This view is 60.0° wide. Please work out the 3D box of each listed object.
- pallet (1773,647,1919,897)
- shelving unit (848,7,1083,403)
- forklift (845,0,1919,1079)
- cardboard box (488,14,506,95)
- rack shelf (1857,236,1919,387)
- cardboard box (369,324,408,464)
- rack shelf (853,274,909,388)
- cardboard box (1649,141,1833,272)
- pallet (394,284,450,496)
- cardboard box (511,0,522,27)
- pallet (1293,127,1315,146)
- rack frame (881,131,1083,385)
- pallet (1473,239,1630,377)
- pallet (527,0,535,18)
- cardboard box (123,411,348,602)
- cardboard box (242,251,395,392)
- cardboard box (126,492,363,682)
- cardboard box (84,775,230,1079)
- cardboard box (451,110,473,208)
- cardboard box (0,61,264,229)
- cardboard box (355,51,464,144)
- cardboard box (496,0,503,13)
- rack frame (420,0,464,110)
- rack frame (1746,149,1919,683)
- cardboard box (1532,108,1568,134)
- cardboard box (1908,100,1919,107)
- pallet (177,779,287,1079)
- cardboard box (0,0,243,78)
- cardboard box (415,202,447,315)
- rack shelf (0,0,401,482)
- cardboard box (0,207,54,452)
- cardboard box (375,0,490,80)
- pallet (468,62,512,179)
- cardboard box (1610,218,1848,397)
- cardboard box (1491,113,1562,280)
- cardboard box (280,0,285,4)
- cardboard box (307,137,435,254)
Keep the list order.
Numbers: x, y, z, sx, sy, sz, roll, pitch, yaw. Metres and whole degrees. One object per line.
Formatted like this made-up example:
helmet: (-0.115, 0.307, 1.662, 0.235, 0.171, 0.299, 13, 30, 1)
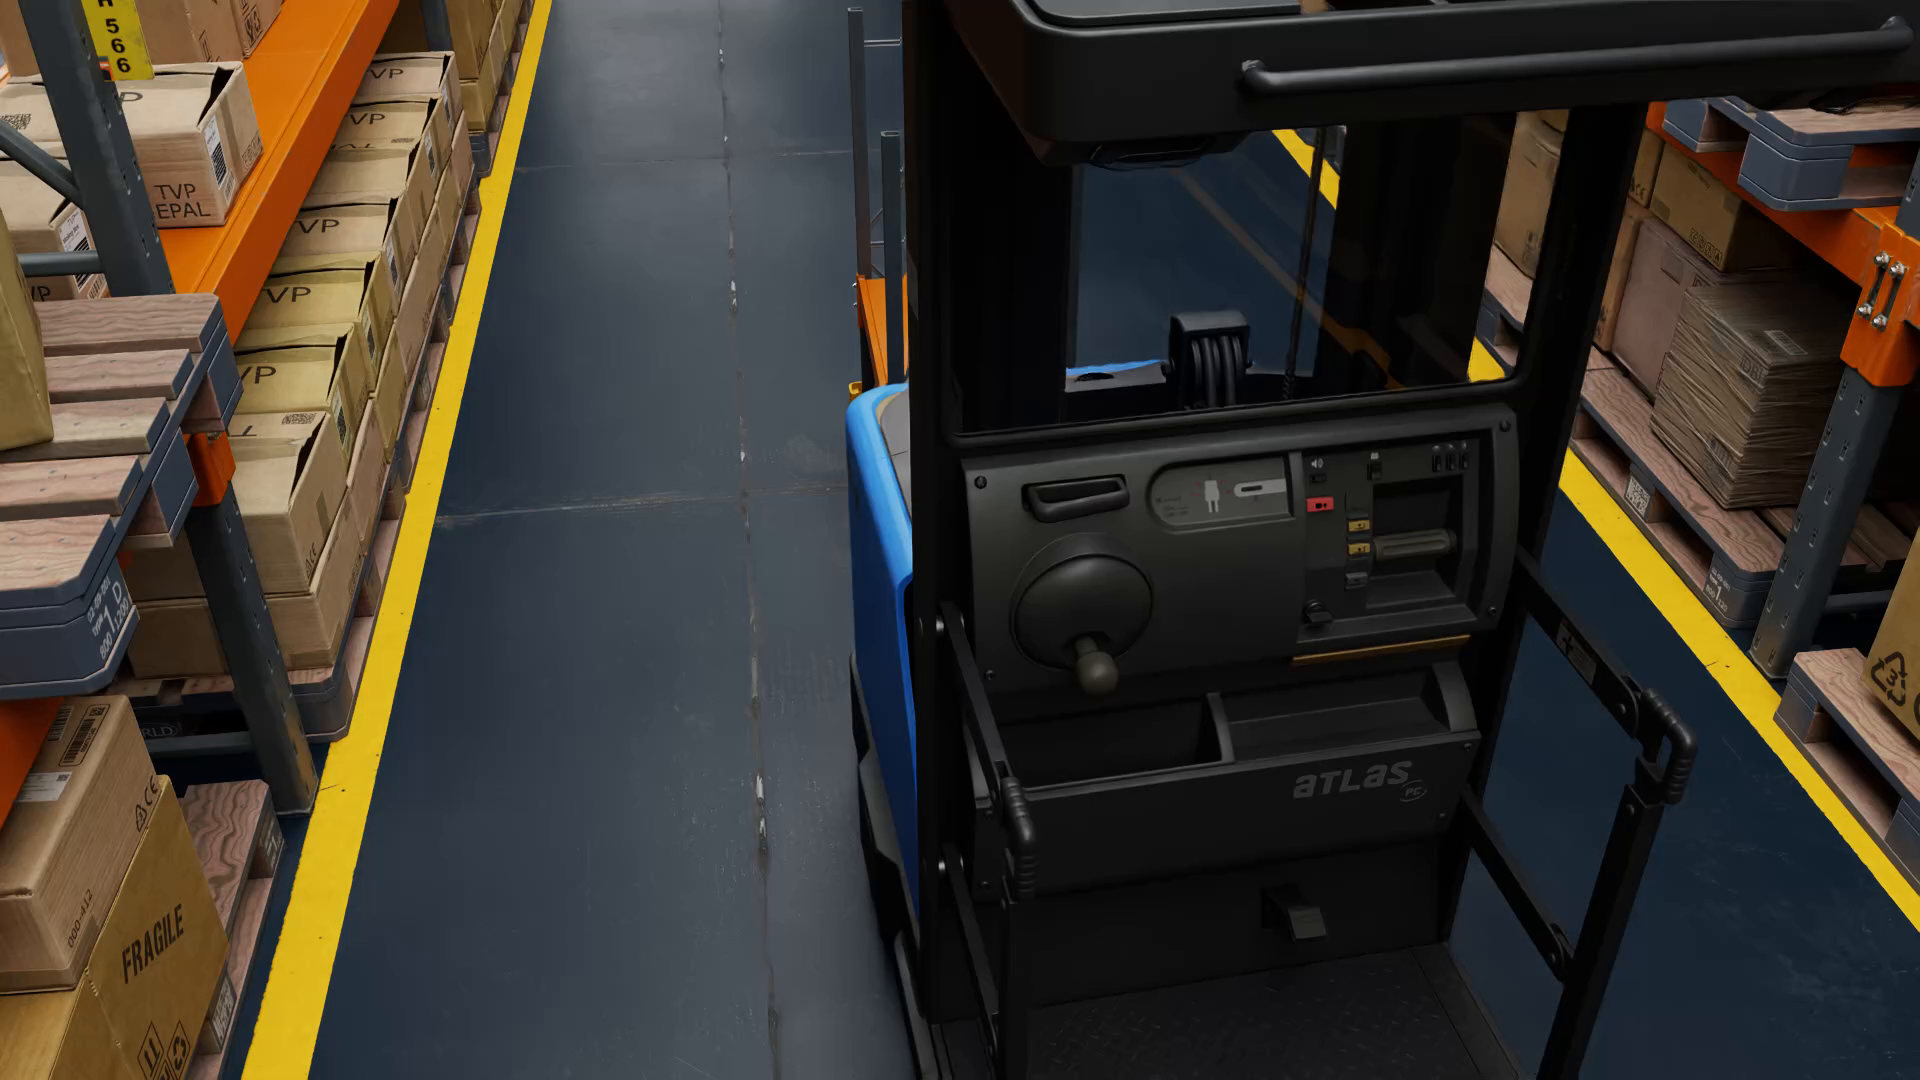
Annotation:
pallet: (2.789, 0.686, 4.057, 1.003, 0.211, 1.213, -4, 35, -6)
shelving unit: (-0.010, -0.662, 4.890, 0.587, 1.500, 1.083, -4, 35, -6)
forklift: (0.513, 0.079, 2.532, 1.130, 2.935, 3.031, -6, 35, -9)
cardboard box: (-2.513, -2.366, 8.127, 0.500, 0.250, 0.500, -4, 35, -6)
rack shelf: (3.027, 0.501, 2.490, 1.077, 0.370, 4.000, -4, 35, -6)
cardboard box: (-2.074, -0.457, 5.326, 0.500, 0.250, 0.500, -5, 35, -8)
rack shelf: (-0.011, -0.519, 4.999, 0.538, 0.185, 1.000, -4, 35, -6)
cardboard box: (2.595, -1.092, 5.352, 0.500, 0.250, 0.500, -4, 34, -5)
pallet: (-2.383, -0.525, 5.832, 1.003, 0.211, 1.213, -4, 35, -6)
cardboard box: (-2.648, -2.924, 8.945, 0.500, 0.250, 0.500, -4, 35, -6)
pallet: (2.094, -2.364, 8.532, 1.003, 0.211, 1.213, -4, 35, -6)
rack frame: (0.057, -0.384, 4.481, 0.500, 1.500, 0.032, -4, 35, -6)
pallet: (2.493, -0.876, 6.347, 1.003, 0.211, 1.213, -4, 35, -6)
pallet: (-3.082, -3.424, 10.086, 1.003, 0.211, 1.213, -4, 35, -6)
cardboard box: (-1.930, -0.119, 4.331, 0.500, 0.311, 0.500, -3, 34, -5)
cardboard box: (-2.075, -0.696, 5.178, 0.500, 0.311, 0.500, -5, 35, -8)
cardboard box: (-1.930, 0.113, 4.489, 0.500, 0.250, 0.500, -4, 35, -7)
cardboard box: (-1.792, 0.820, 3.212, 0.500, 0.500, 0.500, -3, 34, -5)
cardboard box: (-2.346, -1.595, 6.996, 0.500, 0.250, 0.500, -5, 35, -7)
cardboard box: (-2.079, -1.012, 4.151, 0.500, 0.311, 0.500, -5, 35, -7)
cardboard box: (-2.350, -1.832, 6.845, 0.500, 0.311, 0.500, -4, 35, -6)
cardboard box: (-2.575, -2.955, 8.325, 0.500, 0.500, 0.500, -4, 35, -6)
rack frame: (-2.689, -2.767, 6.647, 1.000, 3.000, 0.127, -4, 35, -6)
rack frame: (2.758, -0.912, 3.925, 1.000, 3.000, 0.127, -4, 35, -6)
cardboard box: (2.471, -1.658, 6.183, 0.500, 0.250, 0.500, -5, 35, -8)
cardboard box: (2.684, -1.397, 4.157, 0.700, 0.500, 0.500, -8, 35, -12)
pallet: (-2.088, 1.037, 3.541, 1.003, 0.211, 1.213, -4, 35, -6)
cardboard box: (-2.392, -1.512, 4.716, 0.500, 0.500, 0.500, -6, 35, -9)
cardboard box: (-2.210, -1.027, 6.163, 0.500, 0.250, 0.500, -4, 34, -5)
rack shelf: (-2.420, -1.354, 5.212, 1.077, 0.370, 4.000, -4, 35, -6)
cardboard box: (-1.954, -0.407, 2.722, 0.700, 0.500, 0.500, -16, 37, -22)
cardboard box: (-2.441, -2.397, 7.506, 0.500, 0.500, 0.500, -4, 35, -6)
pallet: (-2.754, -2.062, 8.088, 1.003, 0.211, 1.213, -4, 35, -6)
cardboard box: (2.655, -0.755, 5.524, 0.700, 0.500, 0.500, -4, 35, -6)
cardboard box: (2.483, -1.312, 6.340, 0.700, 0.500, 0.500, -4, 34, -6)
cardboard box: (-2.531, -2.085, 5.557, 0.500, 0.500, 0.500, -2, 34, -3)
cardboard box: (-2.209, -1.264, 6.011, 0.500, 0.311, 0.500, -4, 35, -7)
